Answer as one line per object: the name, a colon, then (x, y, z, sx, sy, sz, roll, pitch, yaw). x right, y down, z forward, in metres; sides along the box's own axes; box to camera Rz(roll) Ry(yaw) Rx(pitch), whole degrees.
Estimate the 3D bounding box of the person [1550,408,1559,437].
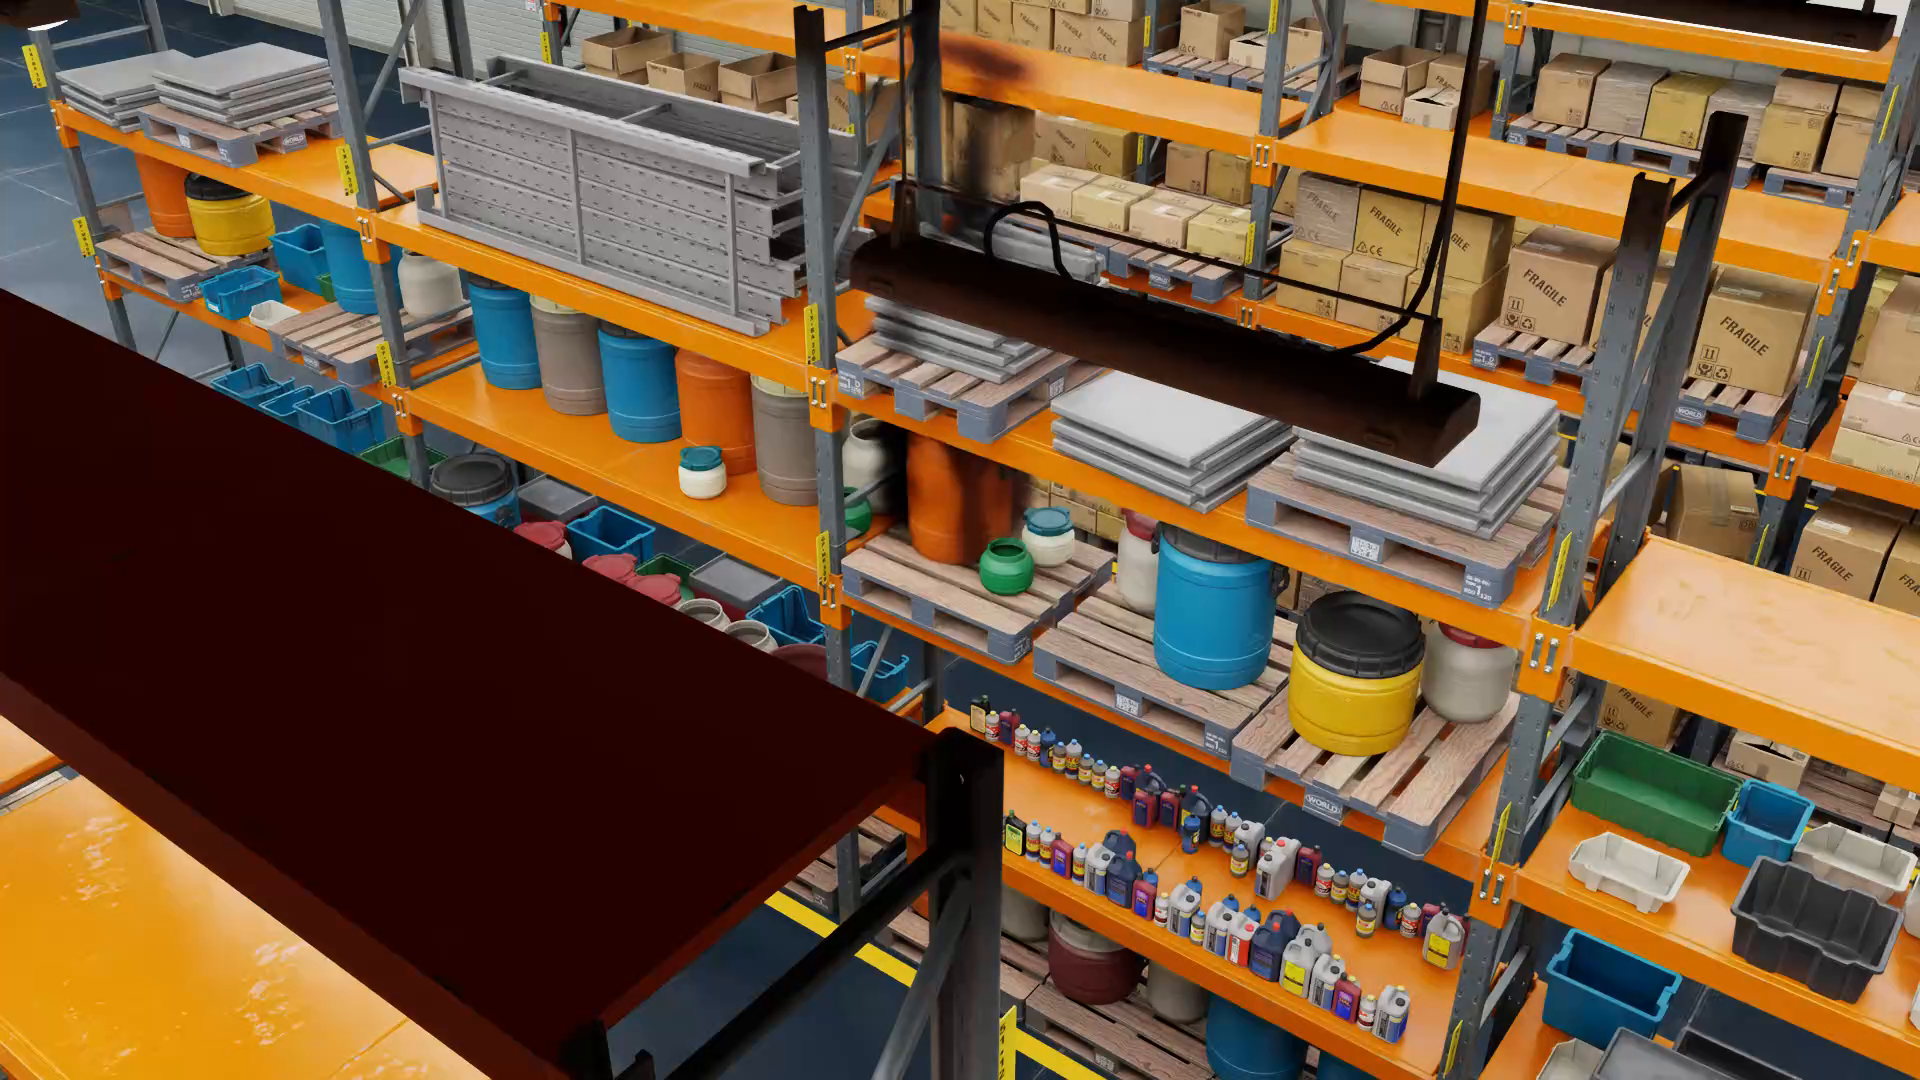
person: (5.151, -0.753, 15.007, 0.551, 1.565, 0.514, 15, 35, 23)
